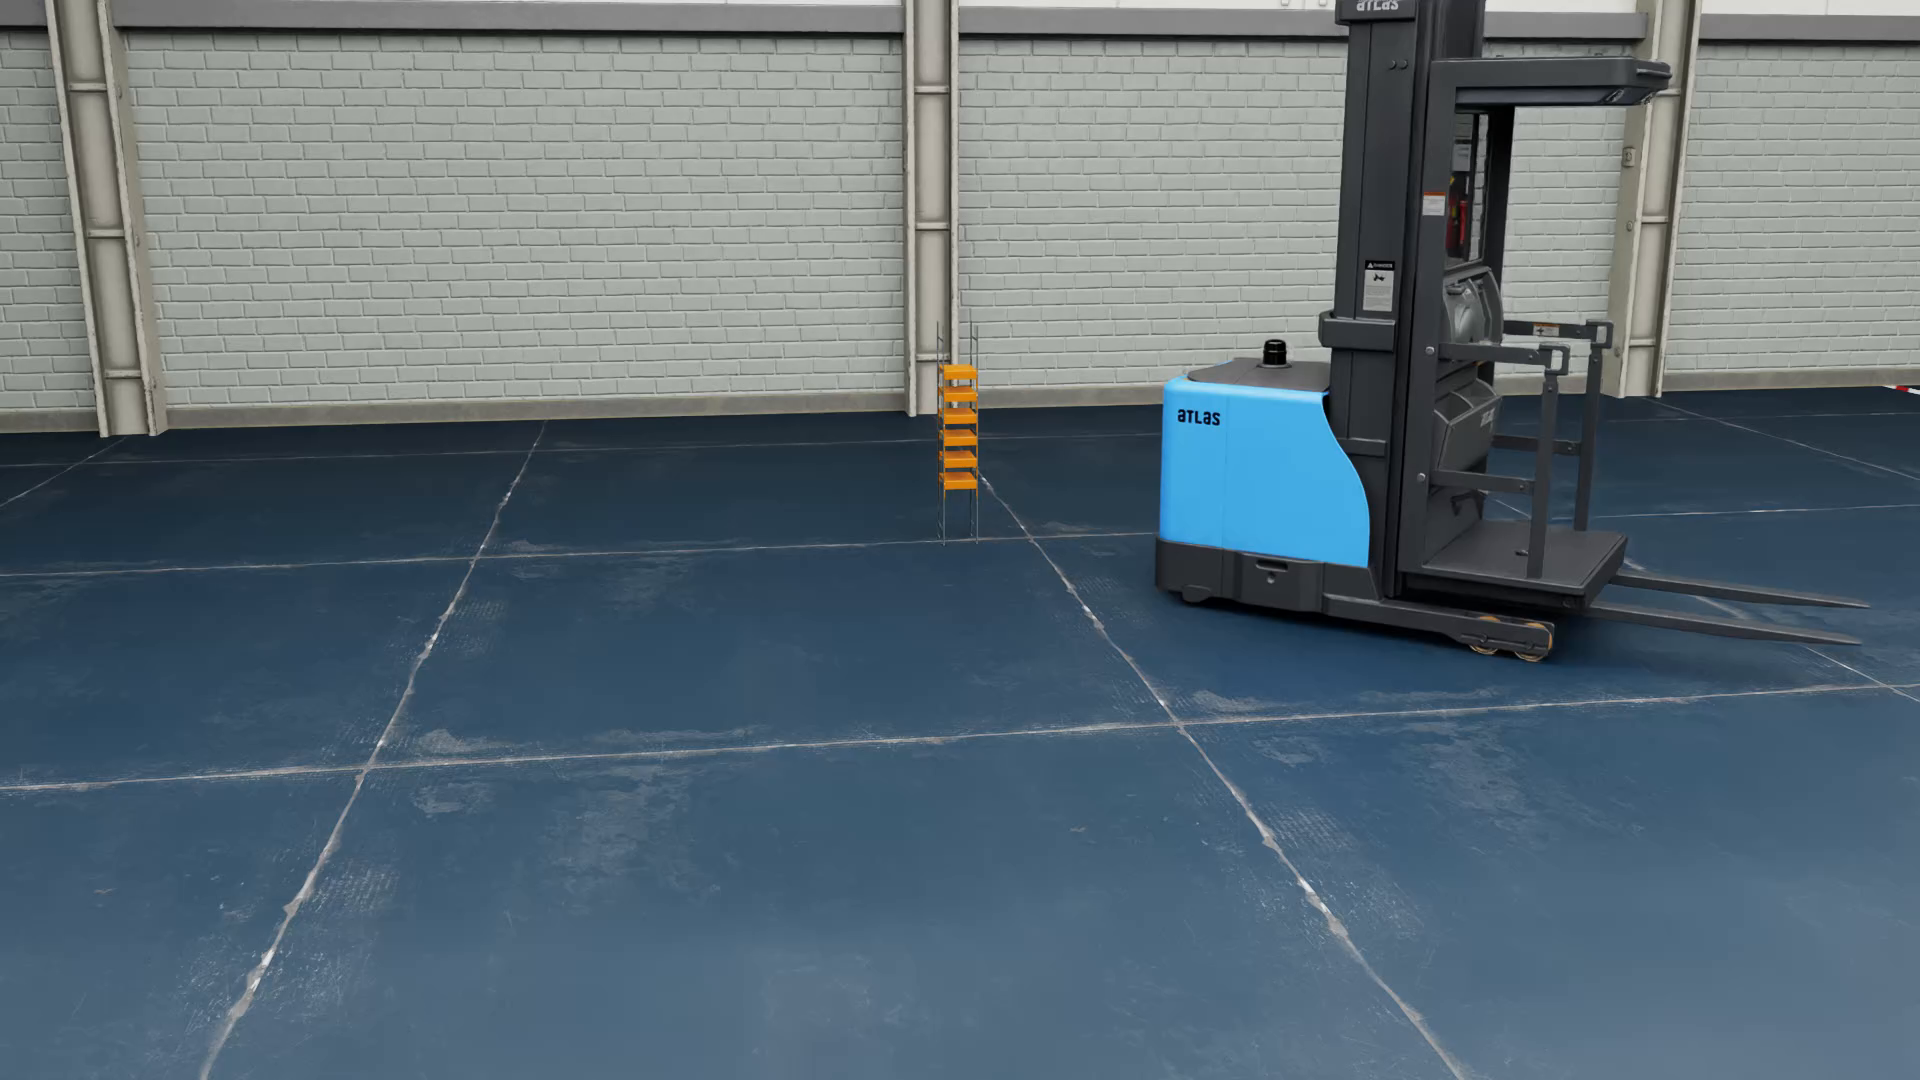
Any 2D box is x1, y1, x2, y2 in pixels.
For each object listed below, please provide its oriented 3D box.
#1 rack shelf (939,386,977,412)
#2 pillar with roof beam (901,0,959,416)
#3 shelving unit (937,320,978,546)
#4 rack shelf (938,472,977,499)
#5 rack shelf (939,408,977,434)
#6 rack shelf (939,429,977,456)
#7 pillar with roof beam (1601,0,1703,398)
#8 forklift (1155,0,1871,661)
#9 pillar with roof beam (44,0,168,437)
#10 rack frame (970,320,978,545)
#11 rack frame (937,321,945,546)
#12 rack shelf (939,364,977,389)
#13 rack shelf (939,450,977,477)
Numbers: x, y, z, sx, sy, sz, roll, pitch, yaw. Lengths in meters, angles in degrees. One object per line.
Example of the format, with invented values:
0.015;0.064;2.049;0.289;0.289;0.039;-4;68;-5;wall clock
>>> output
-0.014;-0.771;9.026;0.180;0.103;0.258;-2;14;-8;rack shelf
0.413;-4.348;8.061;0.400;9.000;9.100;-2;14;-8;pillar with roof beam
-0.014;-0.581;9.074;0.189;1.200;0.258;-2;14;-8;shelving unit
-0.014;-0.306;9.143;0.180;0.103;0.258;-2;14;-8;rack shelf
-0.014;-0.655;9.055;0.180;0.103;0.258;-2;14;-8;rack shelf
-0.014;-0.538;9.085;0.180;0.103;0.258;-2;14;-8;rack shelf
6.346;-4.566;8.928;0.400;9.000;9.100;-2;14;-8;pillar with roof beam
2.475;-1.047;7.373;3.031;2.935;1.130;8;16;30;forklift
-5.520;-4.131;7.194;0.400;9.000;9.100;-2;14;-8;pillar with roof beam
0.076;-0.585;9.087;0.006;1.200;0.240;-2;14;-8;rack frame
-0.105;-0.578;9.061;0.006;1.200;0.240;-2;14;-8;rack frame
-0.014;-0.888;8.997;0.180;0.103;0.258;-2;14;-8;rack shelf
-0.014;-0.422;9.114;0.180;0.103;0.258;-2;14;-8;rack shelf
